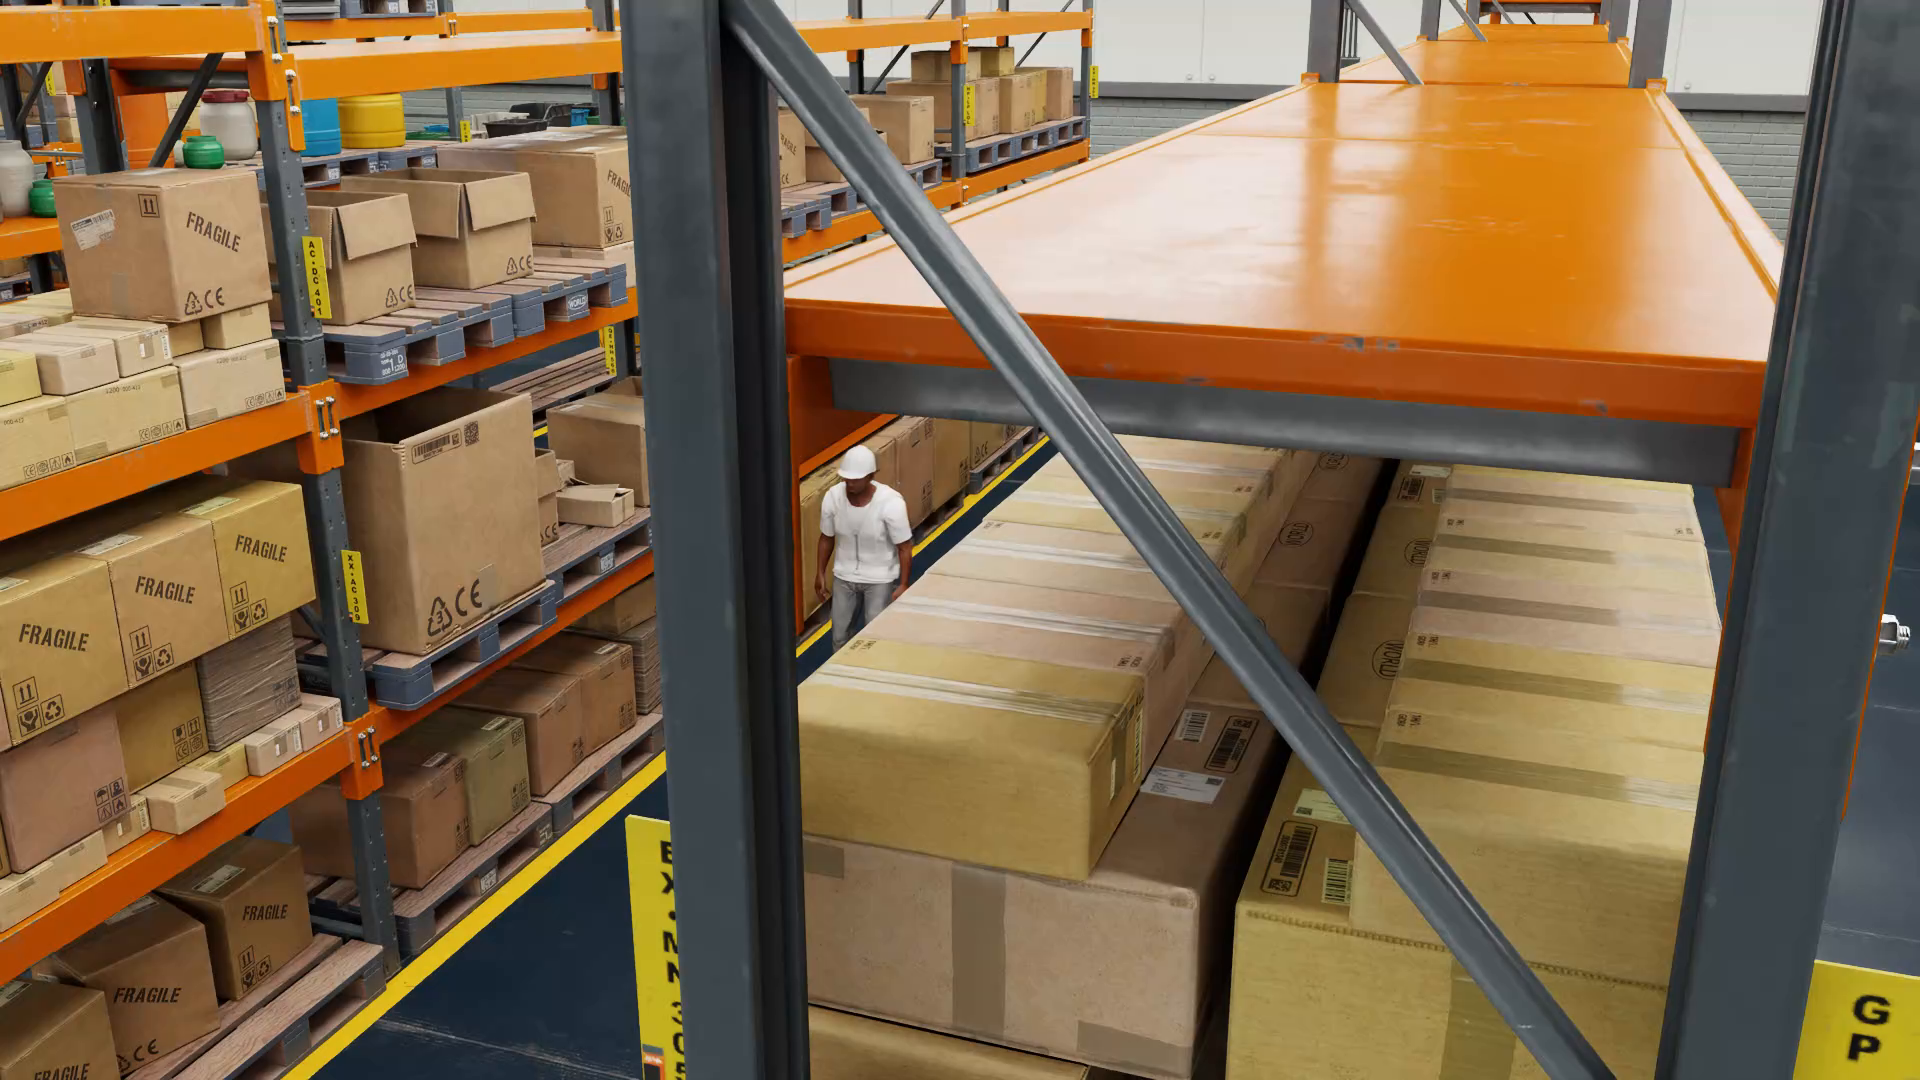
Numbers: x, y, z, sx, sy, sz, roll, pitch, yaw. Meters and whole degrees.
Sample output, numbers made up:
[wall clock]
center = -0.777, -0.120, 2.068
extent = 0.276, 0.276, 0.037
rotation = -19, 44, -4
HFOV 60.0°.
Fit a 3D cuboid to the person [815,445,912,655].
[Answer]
[person]
center = -0.605, 0.255, 10.276
extent = 0.631, 1.757, 0.463
rotation = 7, 20, 20
